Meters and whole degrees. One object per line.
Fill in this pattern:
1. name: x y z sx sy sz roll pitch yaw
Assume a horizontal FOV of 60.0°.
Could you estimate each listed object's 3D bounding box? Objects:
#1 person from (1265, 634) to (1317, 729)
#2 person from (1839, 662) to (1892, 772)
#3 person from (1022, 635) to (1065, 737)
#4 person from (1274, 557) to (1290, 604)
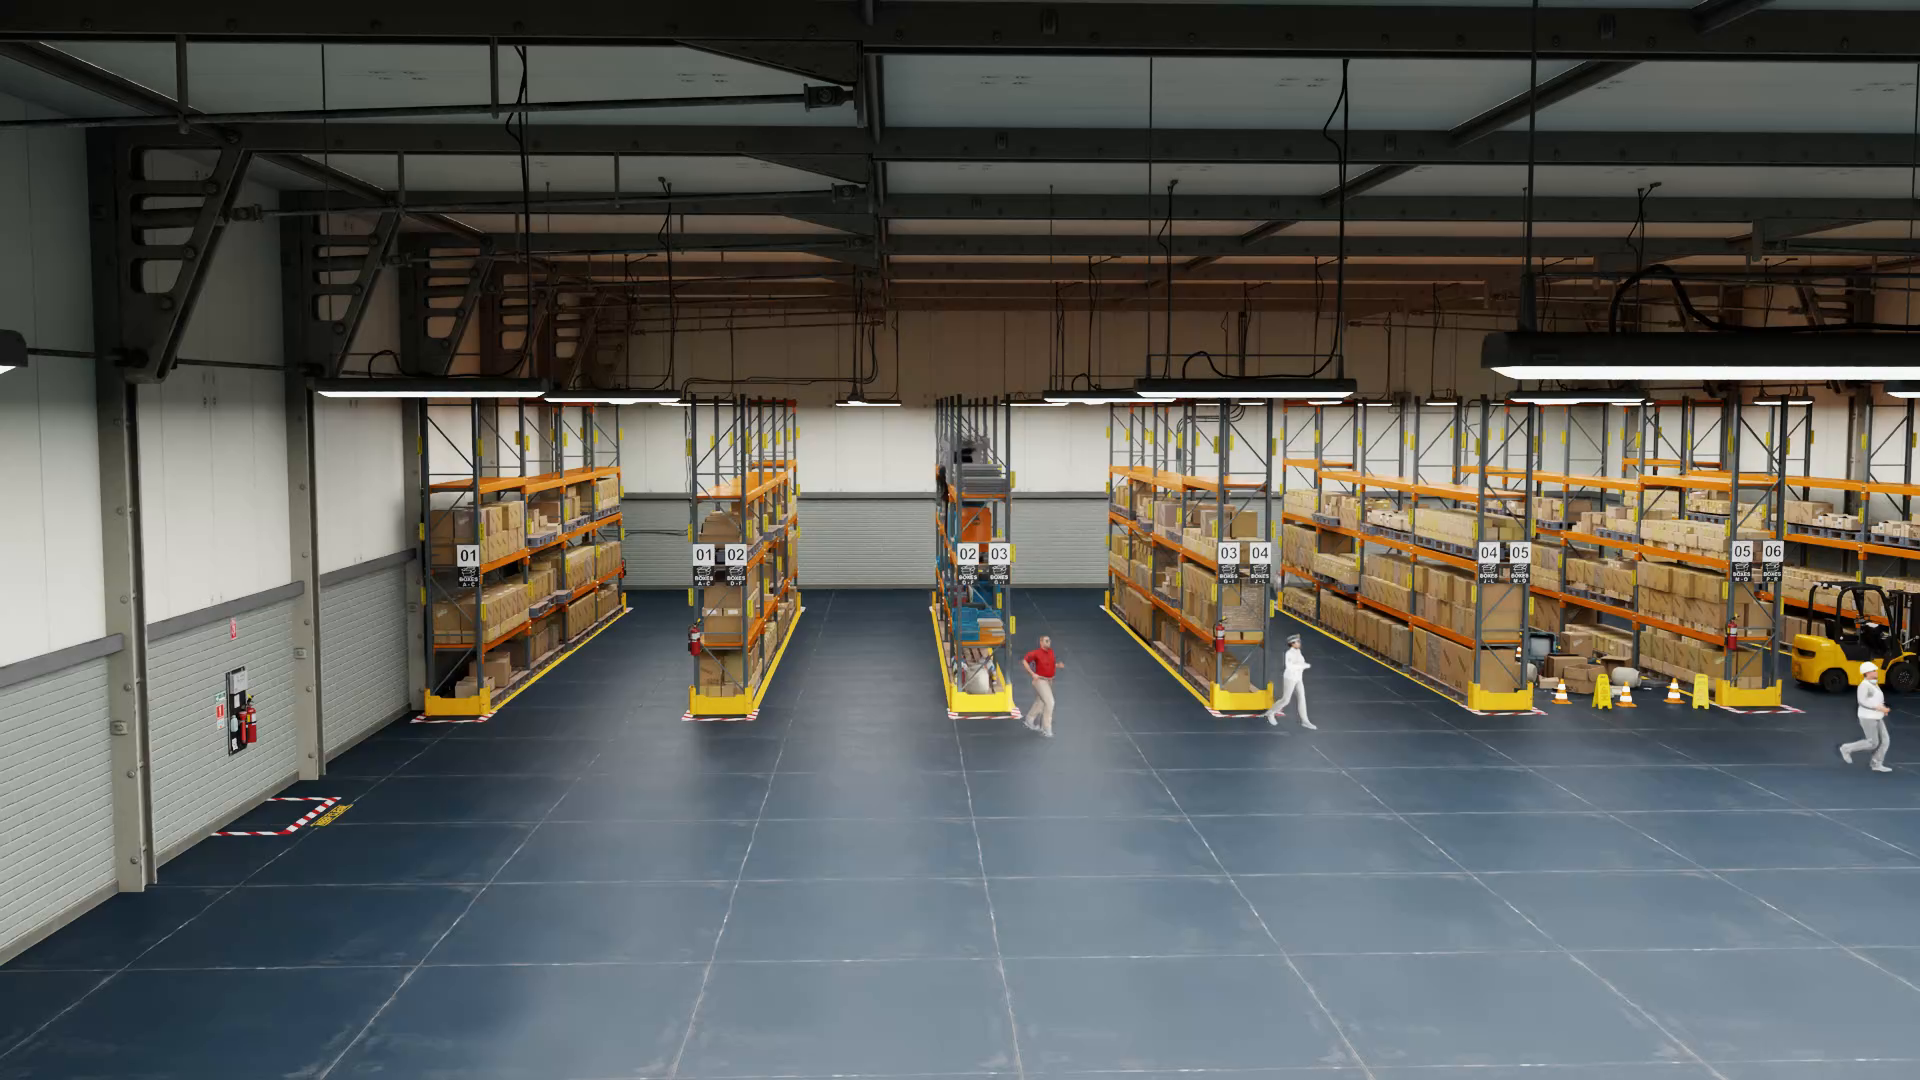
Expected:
1. person: 5.922 2.502 29.677 0.938 1.678 0.618 3 6 38
2. person: 14.373 2.789 26.310 0.748 1.731 0.666 4 6 41
3. person: 1.473 2.577 29.364 0.791 1.810 0.640 3 5 33
4. person: 9.584 1.043 48.857 0.671 1.744 0.754 -1 5 -8
